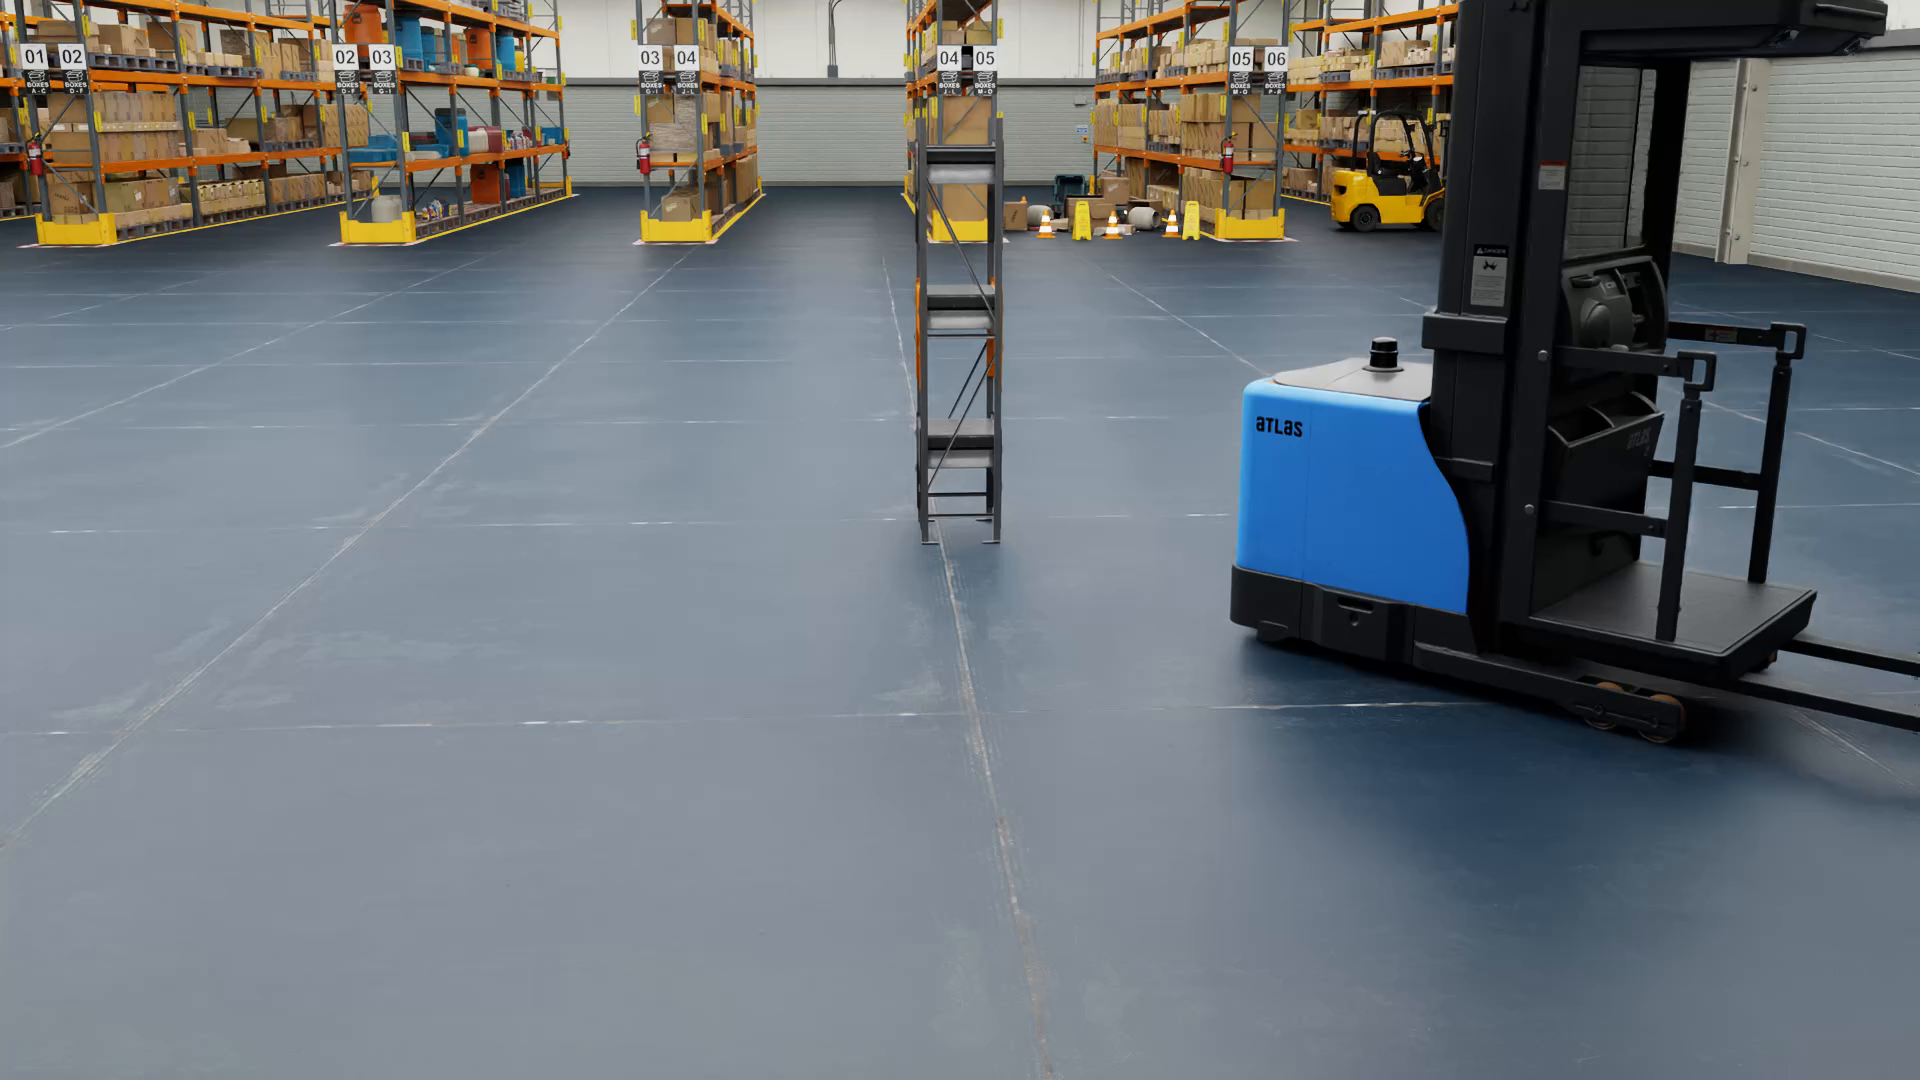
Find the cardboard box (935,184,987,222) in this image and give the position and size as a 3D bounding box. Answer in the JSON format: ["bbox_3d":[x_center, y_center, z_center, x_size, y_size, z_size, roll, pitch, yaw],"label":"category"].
[{"bbox_3d":[0.010,-5.956,29.077,0.875,0.875,0.875,-1,14,-3],"label":"cardboard box"}]

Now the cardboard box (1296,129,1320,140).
[{"bbox_3d":[8.894,-10.349,42.431,0.500,0.250,0.500,-1,14,-5],"label":"cardboard box"}]

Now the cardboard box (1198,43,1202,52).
[{"bbox_3d":[4.607,-9.087,30.710,0.380,0.149,0.250,-1,14,-5],"label":"cardboard box"}]

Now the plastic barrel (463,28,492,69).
[{"bbox_3d":[-10.310,-10.481,35.518,0.600,0.830,0.708,-1,14,-3],"label":"plastic barrel"}]

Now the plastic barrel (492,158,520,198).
[{"bbox_3d":[-10.465,-8.346,38.313,0.600,0.901,0.708,-1,14,-3],"label":"plastic barrel"}]

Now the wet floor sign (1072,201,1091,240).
[{"bbox_3d":[2.096,-5.497,28.597,0.267,0.644,0.232,-3,15,-13],"label":"wet floor sign"}]

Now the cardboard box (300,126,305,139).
[{"bbox_3d":[-15.756,-9.564,39.476,0.500,0.500,0.500,-1,14,-3],"label":"cardboard box"}]

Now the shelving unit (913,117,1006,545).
[{"bbox_3d":[-0.010,-1.058,8.425,0.431,2.100,0.503,-1,14,-3],"label":"shelving unit"}]

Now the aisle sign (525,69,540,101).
[{"bbox_3d":[-11.074,-11.738,42.909,0.394,0.787,0.004,-1,14,-3],"label":"aisle sign"}]

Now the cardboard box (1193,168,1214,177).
[{"bbox_3d":[4.573,-6.882,31.122,0.380,0.149,0.250,0,14,0],"label":"cardboard box"}]

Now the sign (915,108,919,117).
[{"bbox_3d":[-0.918,-9.115,35.769,0.100,0.325,0.005,-1,14,-3],"label":"sign"}]

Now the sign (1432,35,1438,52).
[{"bbox_3d":[9.218,-9.633,32.256,0.100,0.325,0.005,-1,14,-3],"label":"sign"}]

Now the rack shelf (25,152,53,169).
[{"bbox_3d":[-20.289,-8.472,36.877,1.077,0.370,4.000,-1,14,-3],"label":"rack shelf"}]

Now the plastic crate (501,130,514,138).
[{"bbox_3d":[-10.895,-9.603,39.740,0.392,0.384,0.575,-1,14,-3],"label":"plastic crate"}]

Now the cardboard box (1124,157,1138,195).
[{"bbox_3d":[4.427,-8.721,39.824,0.875,0.875,0.875,0,14,-2],"label":"cardboard box"}]

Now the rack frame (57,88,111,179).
[{"bbox_3d":[-20.413,-9.318,38.720,1.000,3.000,0.127,-1,14,-3],"label":"rack frame"}]

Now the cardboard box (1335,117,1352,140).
[{"bbox_3d":[9.151,-9.582,38.703,0.700,0.500,0.500,-1,14,-4],"label":"cardboard box"}]

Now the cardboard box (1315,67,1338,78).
[{"bbox_3d":[8.983,-11.418,40.567,0.500,0.250,0.500,-1,14,-3],"label":"cardboard box"}]

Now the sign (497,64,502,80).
[{"bbox_3d":[-9.729,-9.888,35.127,0.100,0.325,0.005,-1,14,-3],"label":"sign"}]

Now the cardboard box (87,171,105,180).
[{"bbox_3d":[-20.243,-8.320,38.315,0.750,0.750,0.750,-1,14,-3],"label":"cardboard box"}]

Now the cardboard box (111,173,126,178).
[{"bbox_3d":[-20.357,-8.498,39.708,0.700,0.500,0.500,-1,14,-3],"label":"cardboard box"}]

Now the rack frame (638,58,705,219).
[{"bbox_3d":[-4.838,-6.563,28.013,1.000,3.000,0.127,-1,14,-3],"label":"rack frame"}]

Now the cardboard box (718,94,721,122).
[{"bbox_3d":[-4.784,-8.126,31.287,0.500,0.500,0.500,-1,14,-3],"label":"cardboard box"}]

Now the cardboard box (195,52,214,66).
[{"bbox_3d":[-15.031,-9.465,32.733,0.500,0.250,0.500,-2,15,-8],"label":"cardboard box"}]

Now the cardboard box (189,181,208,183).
[{"bbox_3d":[-15.412,-7.151,33.851,0.500,0.311,0.500,-1,14,-5],"label":"cardboard box"}]

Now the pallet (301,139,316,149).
[{"bbox_3d":[-15.529,-9.102,38.266,1.003,0.211,1.213,-1,14,-3],"label":"pallet"}]

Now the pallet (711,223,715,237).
[{"bbox_3d":[-4.858,-5.434,29.221,1.003,0.211,1.213,-1,14,-3],"label":"pallet"}]

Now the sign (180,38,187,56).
[{"bbox_3d":[-14.420,-9.156,30.875,0.100,0.325,0.005,-1,14,-3],"label":"sign"}]

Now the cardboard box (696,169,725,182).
[{"bbox_3d":[-5.220,-7.620,34.751,0.500,0.250,0.500,1,14,3],"label":"cardboard box"}]

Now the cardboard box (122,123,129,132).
[{"bbox_3d":[-14.601,-7.131,28.719,0.380,0.149,0.250,-1,14,-5],"label":"cardboard box"}]

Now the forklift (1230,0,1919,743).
[{"bbox_3d":[2.564,-0.861,5.990,3.031,2.935,1.130,13,19,40],"label":"forklift"}]

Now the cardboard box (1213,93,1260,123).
[{"bbox_3d":[4.803,-7.516,28.914,0.700,0.500,0.500,-1,14,-5],"label":"cardboard box"}]

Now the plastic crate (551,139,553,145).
[{"bbox_3d":[-10.538,-10.094,42.148,0.396,0.136,0.243,-1,14,-3],"label":"plastic crate"}]

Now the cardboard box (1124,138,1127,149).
[{"bbox_3d":[4.122,-9.257,38.788,0.500,0.250,0.500,-1,14,-4],"label":"cardboard box"}]

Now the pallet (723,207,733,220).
[{"bbox_3d":[-5.214,-6.705,34.161,1.003,0.211,1.213,-1,14,-3],"label":"pallet"}]

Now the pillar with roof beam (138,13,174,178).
[{"bbox_3d":[-17.395,-13.942,44.655,9.100,9.000,0.400,-1,14,-3],"label":"pillar with roof beam"}]

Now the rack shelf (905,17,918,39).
[{"bbox_3d":[-0.749,-12.651,41.087,1.077,0.370,4.000,-1,14,-3],"label":"rack shelf"}]

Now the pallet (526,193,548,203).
[{"bbox_3d":[-10.610,-8.302,40.371,1.003,0.211,1.213,-1,14,-3],"label":"pallet"}]

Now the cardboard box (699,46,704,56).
[{"bbox_3d":[-4.544,-8.274,28.144,0.380,0.149,0.250,-1,14,-2],"label":"cardboard box"}]

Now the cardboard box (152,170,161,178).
[{"bbox_3d":[-20.487,-9.008,41.692,0.700,0.500,0.500,-1,14,-4],"label":"cardboard box"}]

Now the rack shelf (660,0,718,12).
[{"bbox_3d":[-4.962,-9.615,29.288,1.077,0.370,4.000,-1,14,-3],"label":"rack shelf"}]

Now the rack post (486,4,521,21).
[{"bbox_3d":[-10.273,-11.632,36.681,0.937,0.300,0.954,1,14,3],"label":"rack post"}]

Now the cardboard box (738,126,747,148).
[{"bbox_3d":[-5.280,-9.483,39.164,0.500,0.500,0.500,-1,14,-3],"label":"cardboard box"}]

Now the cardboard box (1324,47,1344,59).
[{"bbox_3d":[8.933,-11.625,39.700,0.396,0.266,0.258,-1,14,-4],"label":"cardboard box"}]

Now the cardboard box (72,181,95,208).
[{"bbox_3d":[-15.133,-6.023,29.085,0.500,0.500,0.500,-1,14,-3],"label":"cardboard box"}]

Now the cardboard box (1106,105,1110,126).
[{"bbox_3d":[3.940,-10.598,41.491,0.500,0.500,0.500,-1,14,-3],"label":"cardboard box"}]
